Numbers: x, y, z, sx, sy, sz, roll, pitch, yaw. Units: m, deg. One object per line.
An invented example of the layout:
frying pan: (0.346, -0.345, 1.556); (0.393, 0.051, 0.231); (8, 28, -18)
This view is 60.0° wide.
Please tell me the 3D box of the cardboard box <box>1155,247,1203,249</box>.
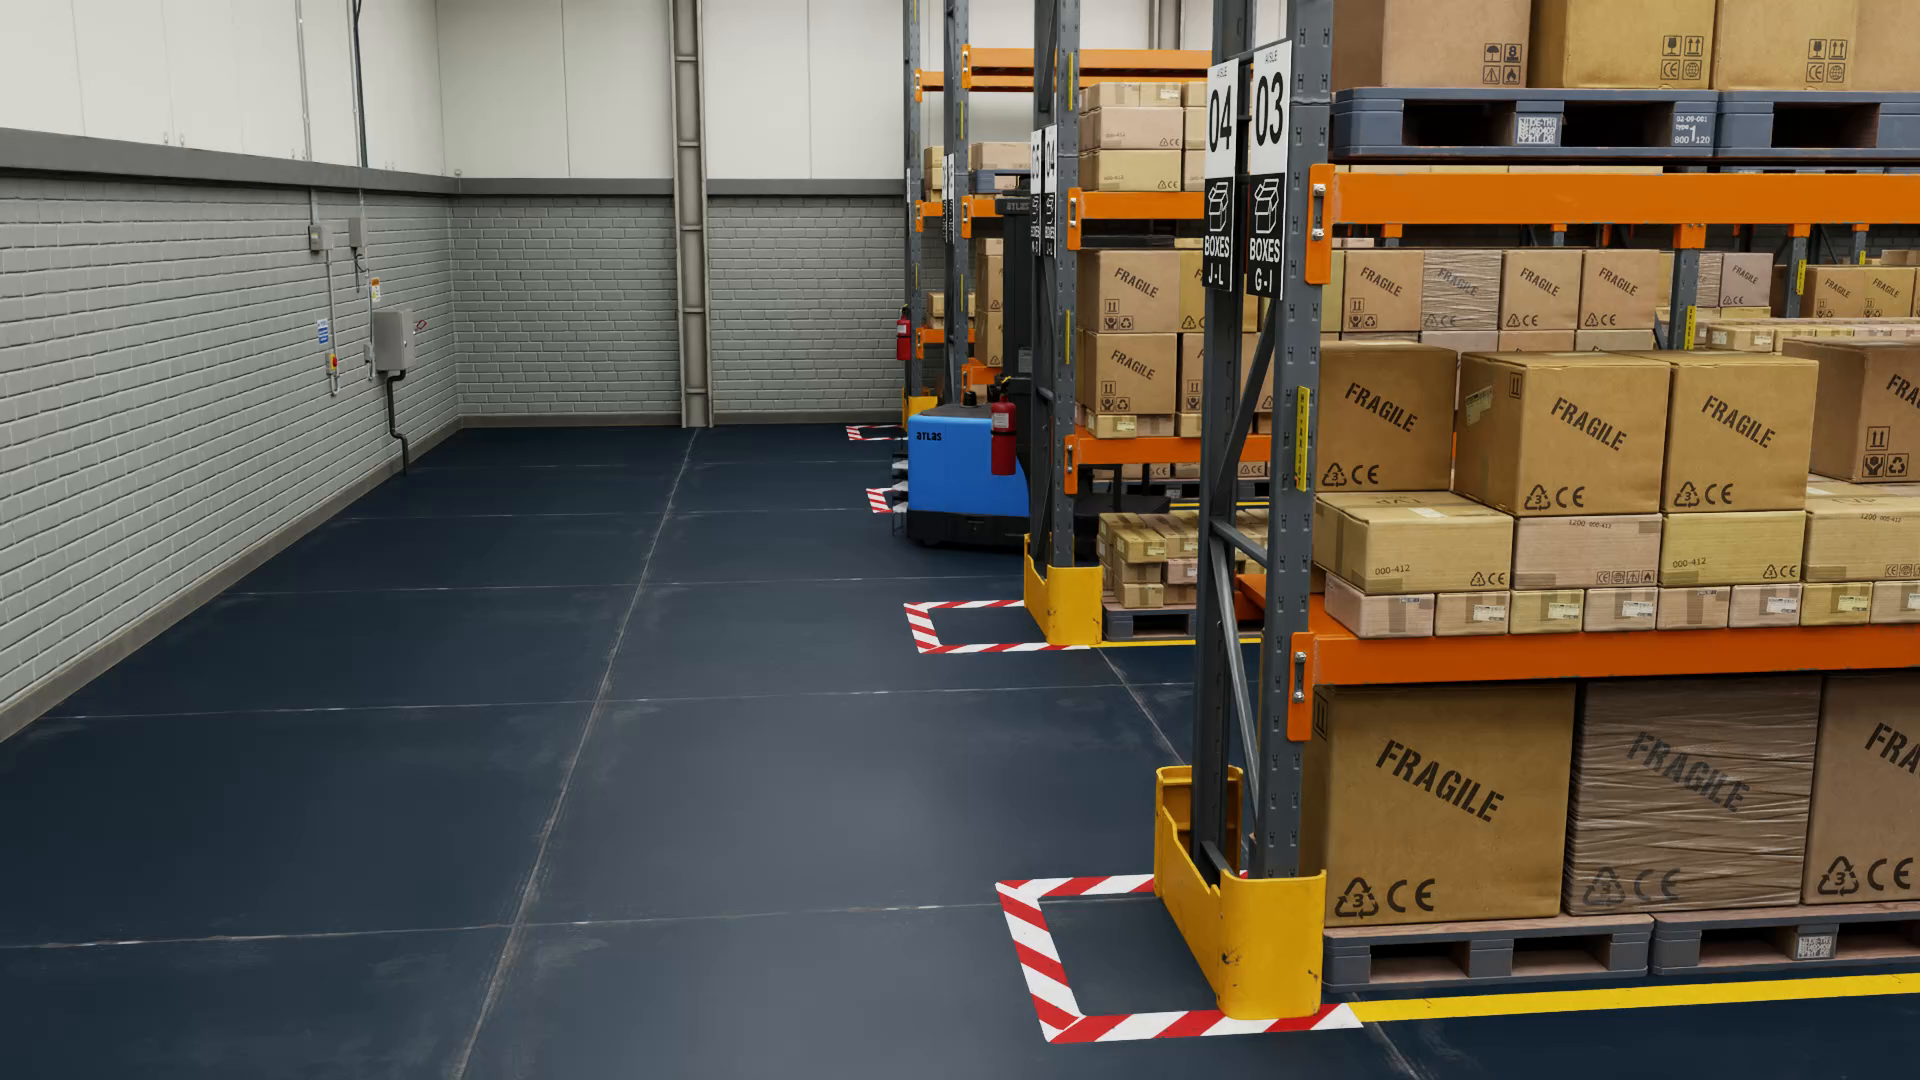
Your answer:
cardboard box: (1.527, -1.671, 10.969); (0.500, 0.500, 0.500); (-2, 11, -8)

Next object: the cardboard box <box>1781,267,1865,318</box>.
cardboard box: (8.386, -2.397, 16.168); (0.500, 0.500, 0.500); (-2, 11, -8)

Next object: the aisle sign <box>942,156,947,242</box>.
aisle sign: (-0.144, -3.198, 15.621); (0.004, 0.787, 0.394); (-1, 11, -6)

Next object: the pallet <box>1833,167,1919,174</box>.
pallet: (6.228, -2.395, 10.986); (1.003, 0.211, 1.213); (-1, 11, -6)

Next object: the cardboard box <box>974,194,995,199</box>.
cardboard box: (0.278, -4.140, 20.024); (0.250, 0.149, 0.380); (-1, 11, -6)

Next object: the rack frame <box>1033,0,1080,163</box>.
rack frame: (0.596, -3.861, 10.180); (0.127, 3.000, 1.000); (-1, 11, -6)

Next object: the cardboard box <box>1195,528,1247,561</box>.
cardboard box: (1.679, 0.028, 10.708); (0.250, 0.149, 0.380); (-1, 11, -6)

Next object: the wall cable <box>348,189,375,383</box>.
wall cable: (-5.807, -2.513, 16.241); (0.122, 1.984, 0.588); (-1, 11, -6)

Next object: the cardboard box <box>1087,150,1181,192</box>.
cardboard box: (1.070, -2.276, 10.282); (0.529, 0.250, 0.529); (-1, 11, -7)

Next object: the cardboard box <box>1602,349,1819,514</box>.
cardboard box: (2.549, -0.385, 5.725); (0.500, 0.500, 0.500); (-2, 11, -8)

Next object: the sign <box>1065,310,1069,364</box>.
sign: (0.654, -1.238, 10.146); (0.005, 0.325, 0.100); (-1, 11, -6)

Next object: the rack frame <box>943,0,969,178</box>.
rack frame: (-0.039, -4.808, 14.998); (0.127, 3.000, 1.000); (-1, 11, -6)

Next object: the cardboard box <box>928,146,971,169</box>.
cardboard box: (-0.111, -4.567, 19.869); (0.500, 0.250, 0.500); (-1, 11, -7)

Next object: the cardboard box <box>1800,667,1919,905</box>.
cardboard box: (3.448, 0.806, 6.411); (0.875, 0.875, 0.875); (-1, 11, -6)

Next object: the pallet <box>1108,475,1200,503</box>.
pallet: (1.957, -0.553, 16.133); (1.213, 0.211, 1.003); (-1, 11, -6)

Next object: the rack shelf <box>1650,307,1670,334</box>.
rack shelf: (6.444, -2.118, 15.960); (0.513, 0.250, 0.513); (-1, 11, -6)

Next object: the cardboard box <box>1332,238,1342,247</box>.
cardboard box: (3.391, -2.754, 15.567); (0.250, 0.149, 0.380); (-1, 11, -5)

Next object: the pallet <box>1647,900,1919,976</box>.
pallet: (3.027, 1.348, 6.466); (1.213, 0.211, 1.003); (-1, 11, -6)

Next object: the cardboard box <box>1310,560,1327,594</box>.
cardboard box: (1.349, 0.088, 6.293); (0.274, 0.149, 0.395); (-2, 11, -9)

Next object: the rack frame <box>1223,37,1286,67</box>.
rack frame: (1.030, -2.908, 5.334); (0.053, 2.616, 0.949); (-1, 11, -6)

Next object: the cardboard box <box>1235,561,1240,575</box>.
cardboard box: (1.656, 0.151, 10.856); (0.250, 0.149, 0.380); (-1, 11, -5)

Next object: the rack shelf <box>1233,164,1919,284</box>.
rack shelf: (3.019, -1.125, 5.902); (4.000, 0.370, 1.077); (-1, 11, -6)

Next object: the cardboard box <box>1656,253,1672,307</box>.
cardboard box: (6.424, -2.489, 15.900); (0.500, 0.500, 0.500); (-1, 11, -6)

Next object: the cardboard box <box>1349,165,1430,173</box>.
cardboard box: (8.243, -2.977, 13.463); (12.308, 0.399, 5.552); (-1, 11, -6)

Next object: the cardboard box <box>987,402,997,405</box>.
cardboard box: (0.466, -1.620, 20.632); (0.250, 0.149, 0.380); (-2, 11, -8)

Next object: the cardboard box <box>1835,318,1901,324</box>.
cardboard box: (6.246, -1.448, 11.479); (0.250, 0.149, 0.380); (-2, 11, -9)

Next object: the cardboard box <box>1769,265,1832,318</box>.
cardboard box: (8.336, -2.495, 16.665); (0.500, 0.500, 0.500); (-2, 11, -8)

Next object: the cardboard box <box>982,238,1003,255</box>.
cardboard box: (0.343, -2.677, 15.176); (0.250, 0.149, 0.380); (-1, 11, -5)

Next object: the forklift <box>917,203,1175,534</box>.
forklift: (2.746, -3.035, 15.804); (9.711, 5.209, 7.407); (4, 12, 19)

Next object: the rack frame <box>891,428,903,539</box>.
rack frame: (-0.525, -0.475, 13.954); (0.006, 0.900, 0.240); (4, 12, 19)

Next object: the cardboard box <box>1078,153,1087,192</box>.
cardboard box: (1.019, -2.376, 10.790); (0.500, 0.250, 0.500); (-1, 11, -7)

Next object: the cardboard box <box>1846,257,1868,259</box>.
cardboard box: (11.889, -3.642, 21.904); (0.250, 0.149, 0.380); (-2, 11, -8)

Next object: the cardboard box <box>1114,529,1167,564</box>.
cardboard box: (1.153, 0.038, 10.660); (0.250, 0.149, 0.380); (-2, 11, -9)

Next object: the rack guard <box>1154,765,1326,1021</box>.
rack guard: (1.007, 1.263, 6.149); (0.348, 0.500, 1.175); (-1, 11, -6)

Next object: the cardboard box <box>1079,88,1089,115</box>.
cardboard box: (0.894, -2.820, 10.719); (0.250, 0.149, 0.380); (-1, 11, -7)

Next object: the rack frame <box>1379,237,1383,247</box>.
rack frame: (3.937, -1.949, 16.004); (0.053, 2.616, 0.949); (-1, 11, -6)

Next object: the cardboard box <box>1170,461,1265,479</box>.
cardboard box: (2.411, -0.886, 16.150); (0.875, 0.438, 0.875); (-2, 11, -8)

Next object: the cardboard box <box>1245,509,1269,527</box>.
cardboard box: (2.120, -0.110, 11.410); (0.250, 0.149, 0.380); (-1, 11, -4)

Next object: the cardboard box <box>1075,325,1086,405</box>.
cardboard box: (1.015, -1.171, 11.019); (0.500, 0.500, 0.500); (-1, 11, -5)

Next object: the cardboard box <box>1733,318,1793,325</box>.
cardboard box: (5.474, -1.432, 11.397); (0.250, 0.149, 0.380); (-2, 11, -8)

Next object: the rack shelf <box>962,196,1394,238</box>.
rack shelf: (1.949, -3.025, 15.569); (4.000, 0.370, 1.077); (-1, 11, -6)

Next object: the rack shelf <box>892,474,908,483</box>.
rack shelf: (-0.429, -0.525, 13.910); (0.200, 0.077, 0.258); (4, 12, 19)

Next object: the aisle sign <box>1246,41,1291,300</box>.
aisle sign: (0.992, -1.181, 5.359); (0.004, 0.787, 0.394); (-1, 11, -6)

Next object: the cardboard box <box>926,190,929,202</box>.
cardboard box: (-0.286, -4.216, 20.413); (0.250, 0.149, 0.380); (-1, 11, -5)

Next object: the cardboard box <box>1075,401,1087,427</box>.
cardboard box: (0.889, -0.855, 11.093); (0.250, 0.149, 0.380); (-1, 11, -6)

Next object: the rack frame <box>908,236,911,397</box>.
rack frame: (-0.579, -2.816, 20.415); (0.053, 2.616, 0.949); (-1, 11, -6)

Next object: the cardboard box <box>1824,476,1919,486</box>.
cardboard box: (3.503, -0.139, 6.417); (0.500, 0.250, 0.500); (-1, 11, -5)

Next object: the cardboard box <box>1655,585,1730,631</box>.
cardboard box: (2.441, 0.193, 5.761); (0.250, 0.149, 0.380); (-1, 11, -7)

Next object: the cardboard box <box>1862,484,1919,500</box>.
cardboard box: (3.575, -0.038, 5.905); (0.500, 0.250, 0.500); (-1, 11, -5)

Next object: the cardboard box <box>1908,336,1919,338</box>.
cardboard box: (4.013, -0.518, 6.401); (0.500, 0.500, 0.500); (-1, 11, -6)

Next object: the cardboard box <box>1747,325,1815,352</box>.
cardboard box: (5.290, -1.303, 10.738); (0.250, 0.149, 0.380); (-1, 11, -4)

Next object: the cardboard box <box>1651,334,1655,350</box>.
cardboard box: (6.431, -1.876, 16.025); (0.500, 0.250, 0.500); (-1, 11, -7)

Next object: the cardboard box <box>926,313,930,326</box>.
cardboard box: (-0.279, -2.752, 20.740); (0.250, 0.149, 0.380); (-1, 11, -7)

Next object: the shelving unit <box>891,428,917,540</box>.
shelving unit: (5.923, -1.200, 9.483); (14.976, 4.048, 4.052); (4, 12, 19)

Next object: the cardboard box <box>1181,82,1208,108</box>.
cardboard box: (1.475, -2.713, 10.177); (0.250, 0.149, 0.380); (-1, 11, -6)

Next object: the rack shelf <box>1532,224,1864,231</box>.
rack shelf: (9.362, -4.144, 21.258); (4.000, 0.370, 1.077); (-1, 11, -6)
